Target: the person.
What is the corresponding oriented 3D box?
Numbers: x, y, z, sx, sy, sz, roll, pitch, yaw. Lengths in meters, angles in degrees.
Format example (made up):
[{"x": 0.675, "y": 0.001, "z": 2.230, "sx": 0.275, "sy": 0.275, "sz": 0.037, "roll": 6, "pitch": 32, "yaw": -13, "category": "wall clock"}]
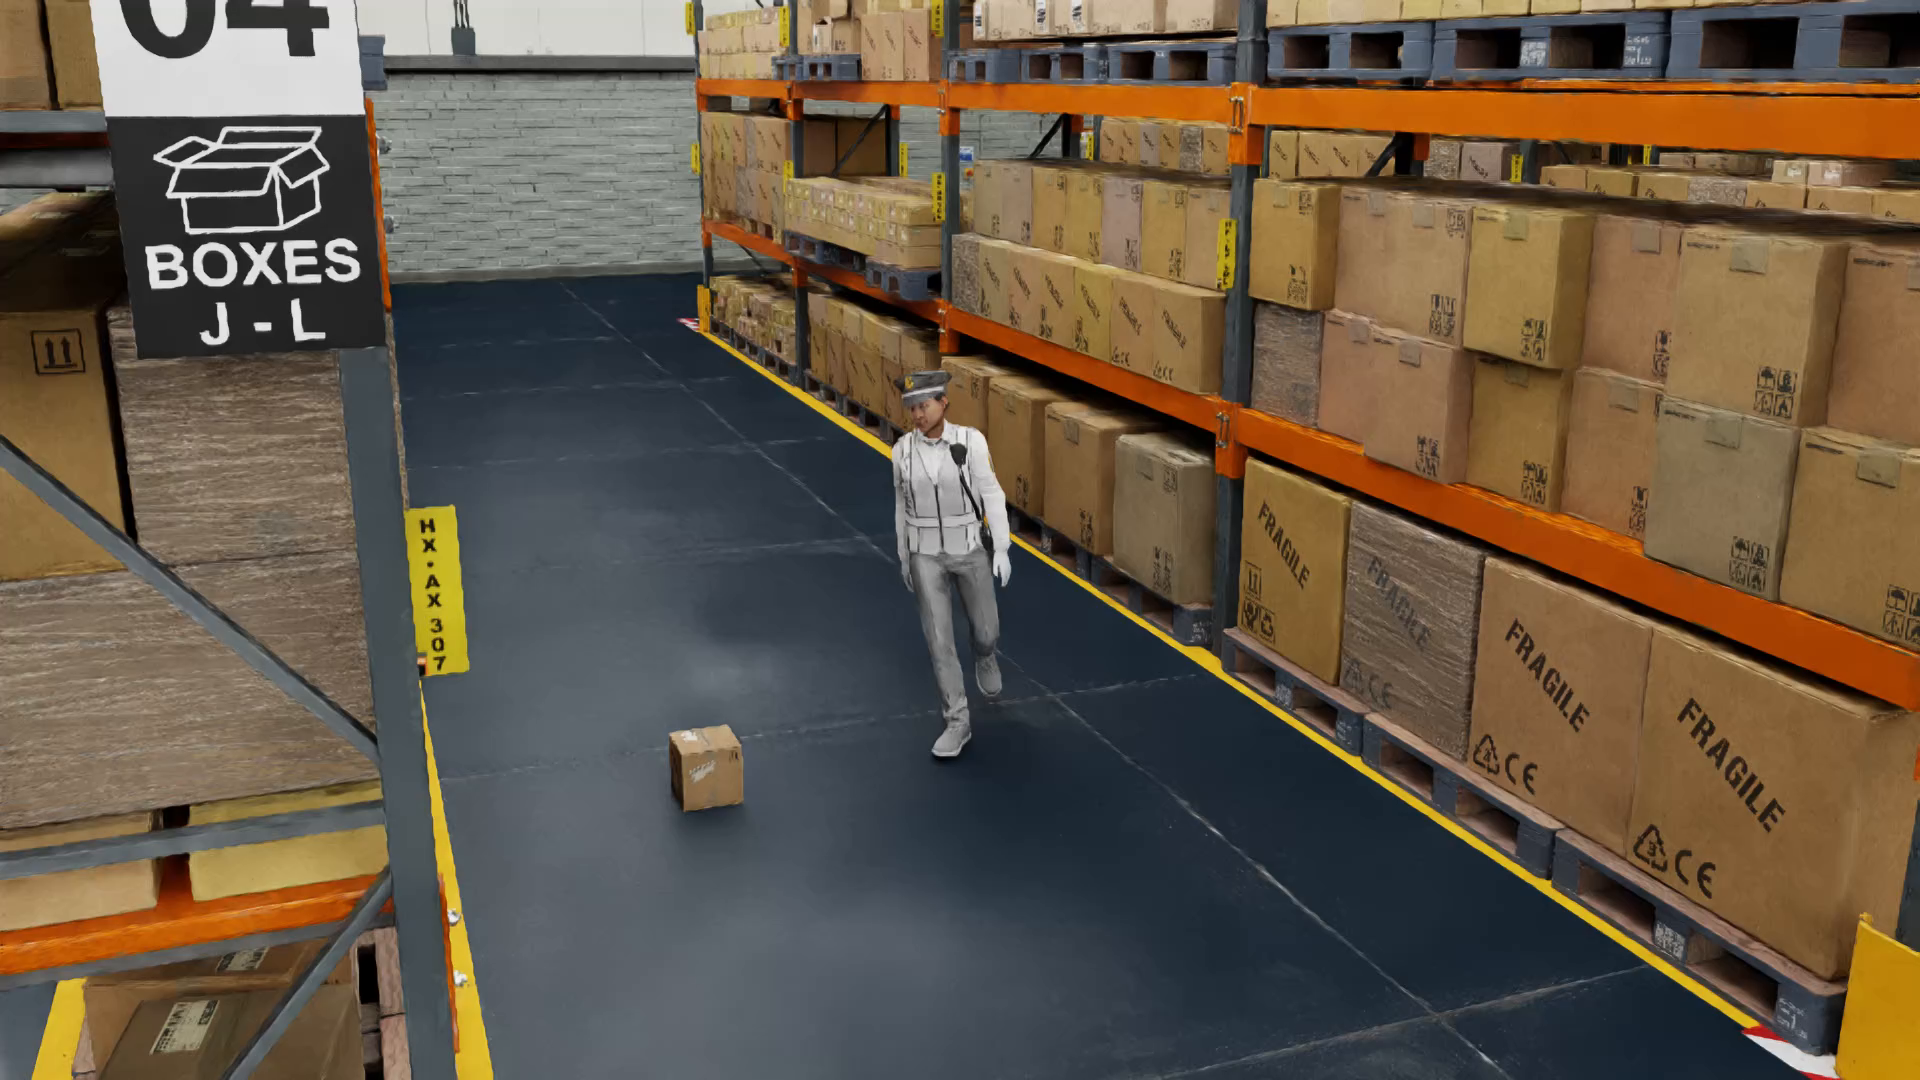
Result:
[{"x": -0.034, "y": 0.053, "z": 7.322, "sx": 0.522, "sy": 1.640, "sz": 0.783, "roll": 1, "pitch": 16, "yaw": 4, "category": "person"}]
